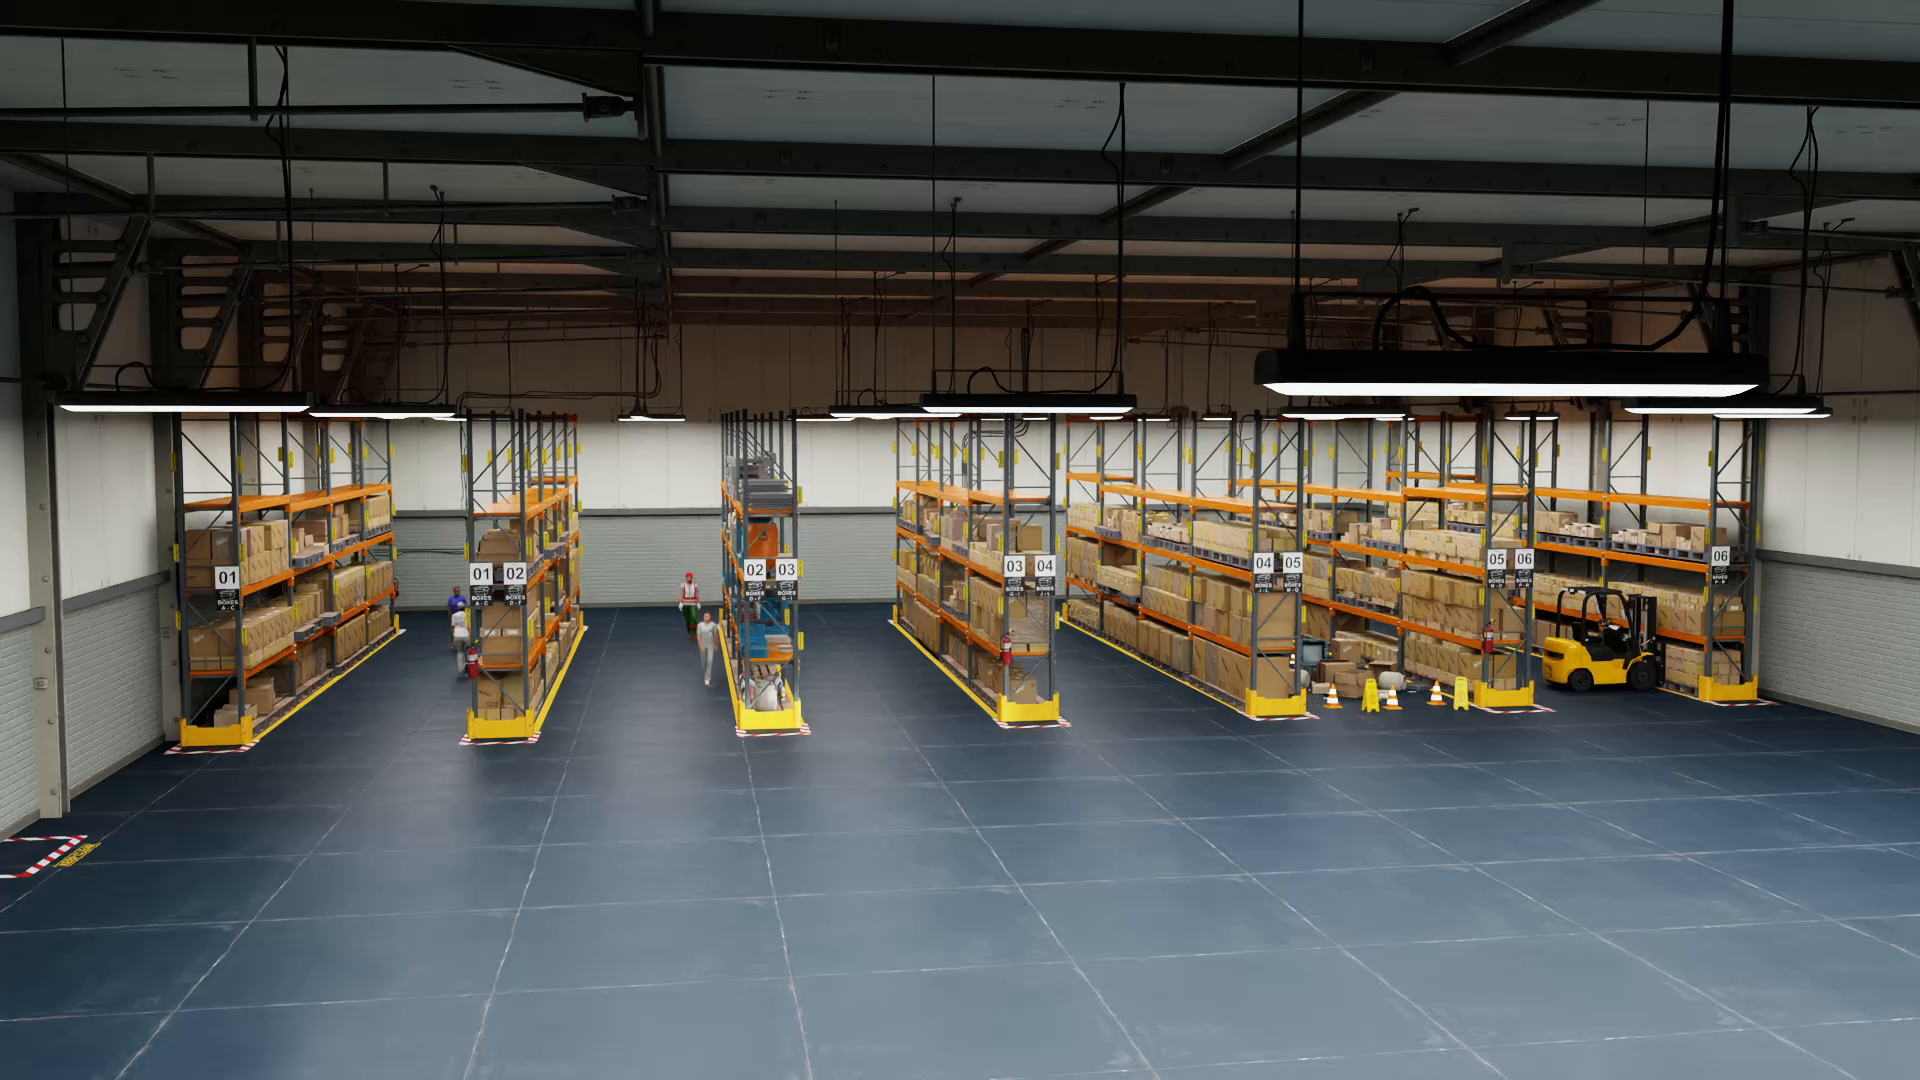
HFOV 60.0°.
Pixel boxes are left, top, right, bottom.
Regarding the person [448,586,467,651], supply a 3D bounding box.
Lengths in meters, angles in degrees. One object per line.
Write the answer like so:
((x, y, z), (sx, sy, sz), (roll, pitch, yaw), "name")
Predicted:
((-12.737, 1.961, 42.186), (0.451, 1.610, 0.843), (-1, 4, -11), "person")

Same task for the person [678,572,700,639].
((-7.241, 1.729, 44.373), (0.548, 1.727, 0.988), (0, 4, -1), "person")

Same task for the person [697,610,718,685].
((-5.569, 2.348, 36.552), (0.446, 1.616, 0.982), (0, 4, -3), "person")

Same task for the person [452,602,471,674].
((-11.348, 2.240, 37.999), (0.553, 1.645, 0.538), (0, 4, -3), "person")

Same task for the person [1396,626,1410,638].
((11.486, 1.878, 42.806), (0.651, 1.741, 0.650), (-3, 5, -34), "person")
